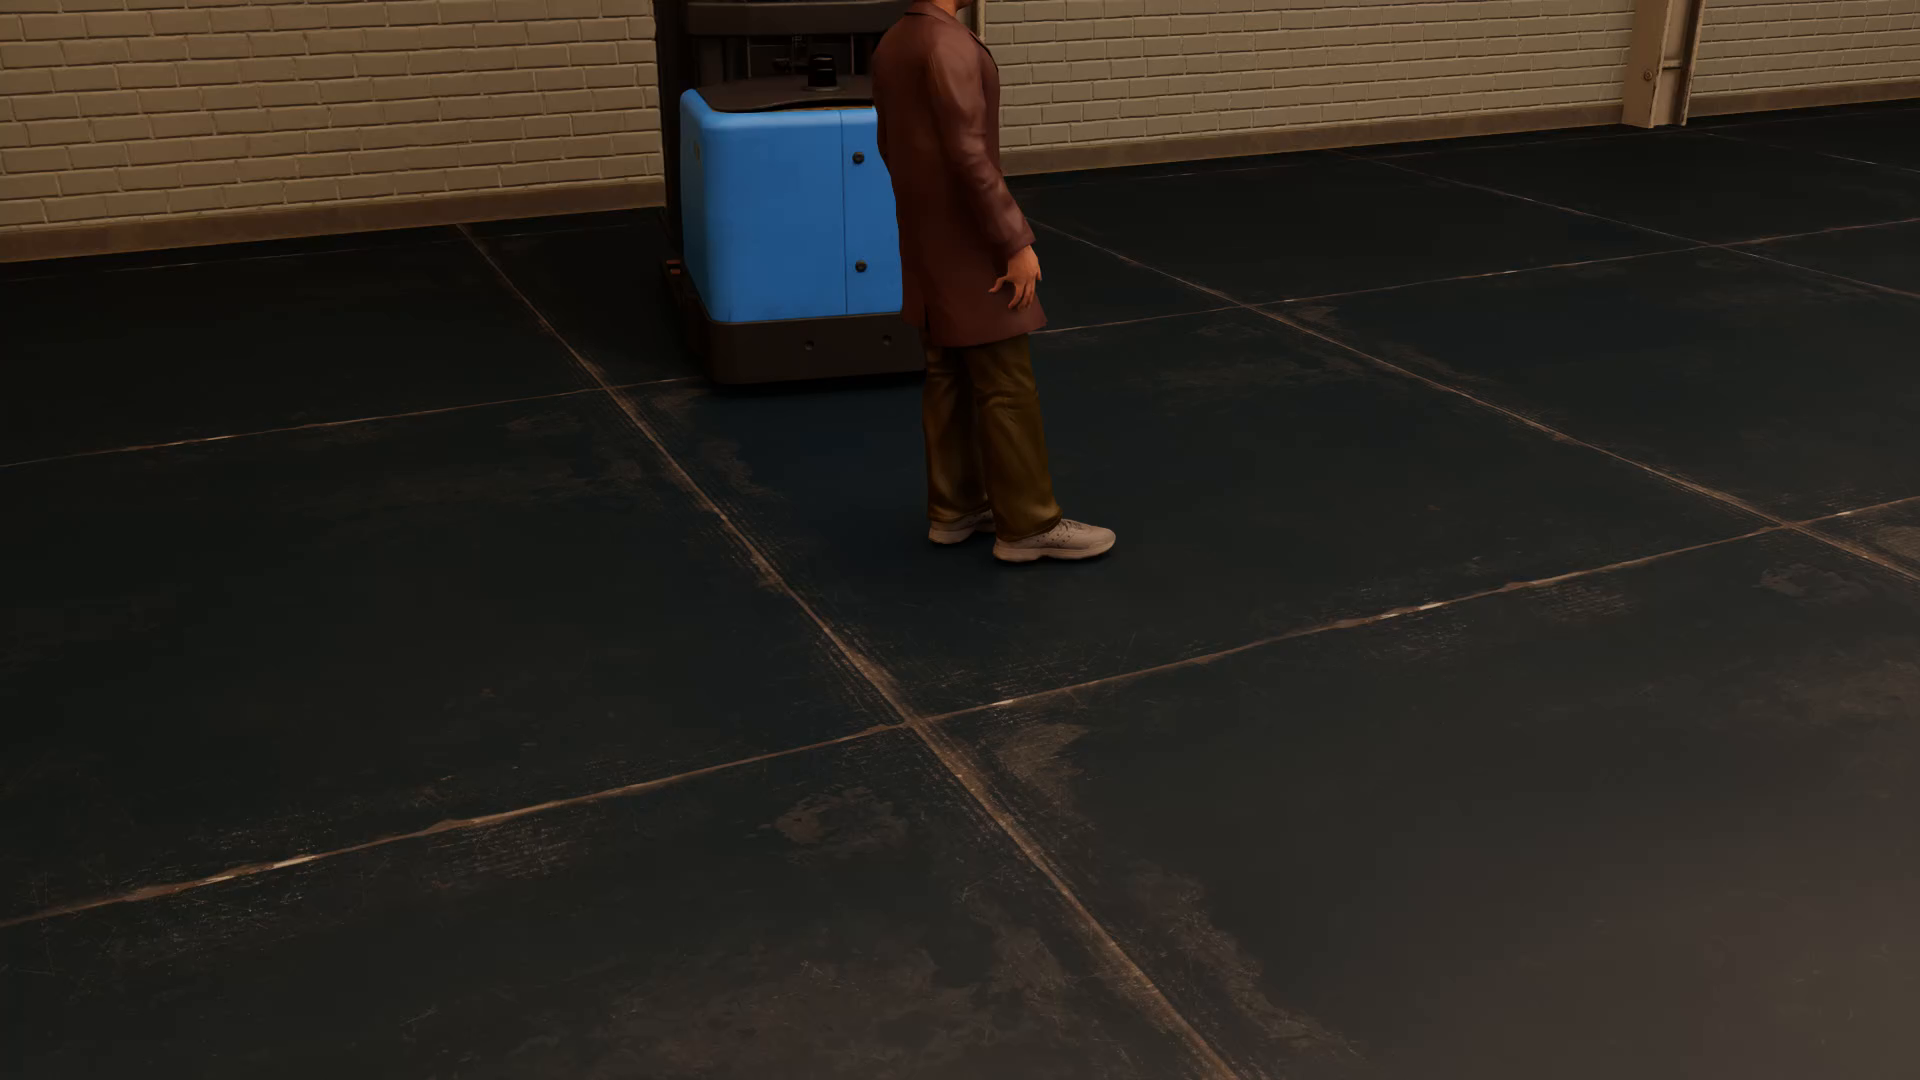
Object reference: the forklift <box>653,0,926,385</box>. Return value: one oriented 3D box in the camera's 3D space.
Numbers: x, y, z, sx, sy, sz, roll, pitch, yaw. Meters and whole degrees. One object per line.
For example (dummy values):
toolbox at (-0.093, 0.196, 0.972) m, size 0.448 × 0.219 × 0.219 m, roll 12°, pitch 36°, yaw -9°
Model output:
forklift at (-0.808, -2.483, 7.264) m, size 1.130 × 2.935 × 3.031 m, roll -6°, pitch 23°, yaw -13°

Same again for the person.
person at (0.085, -0.842, 4.795) m, size 0.579 × 1.778 × 0.698 m, roll -10°, pitch 25°, yaw -23°
